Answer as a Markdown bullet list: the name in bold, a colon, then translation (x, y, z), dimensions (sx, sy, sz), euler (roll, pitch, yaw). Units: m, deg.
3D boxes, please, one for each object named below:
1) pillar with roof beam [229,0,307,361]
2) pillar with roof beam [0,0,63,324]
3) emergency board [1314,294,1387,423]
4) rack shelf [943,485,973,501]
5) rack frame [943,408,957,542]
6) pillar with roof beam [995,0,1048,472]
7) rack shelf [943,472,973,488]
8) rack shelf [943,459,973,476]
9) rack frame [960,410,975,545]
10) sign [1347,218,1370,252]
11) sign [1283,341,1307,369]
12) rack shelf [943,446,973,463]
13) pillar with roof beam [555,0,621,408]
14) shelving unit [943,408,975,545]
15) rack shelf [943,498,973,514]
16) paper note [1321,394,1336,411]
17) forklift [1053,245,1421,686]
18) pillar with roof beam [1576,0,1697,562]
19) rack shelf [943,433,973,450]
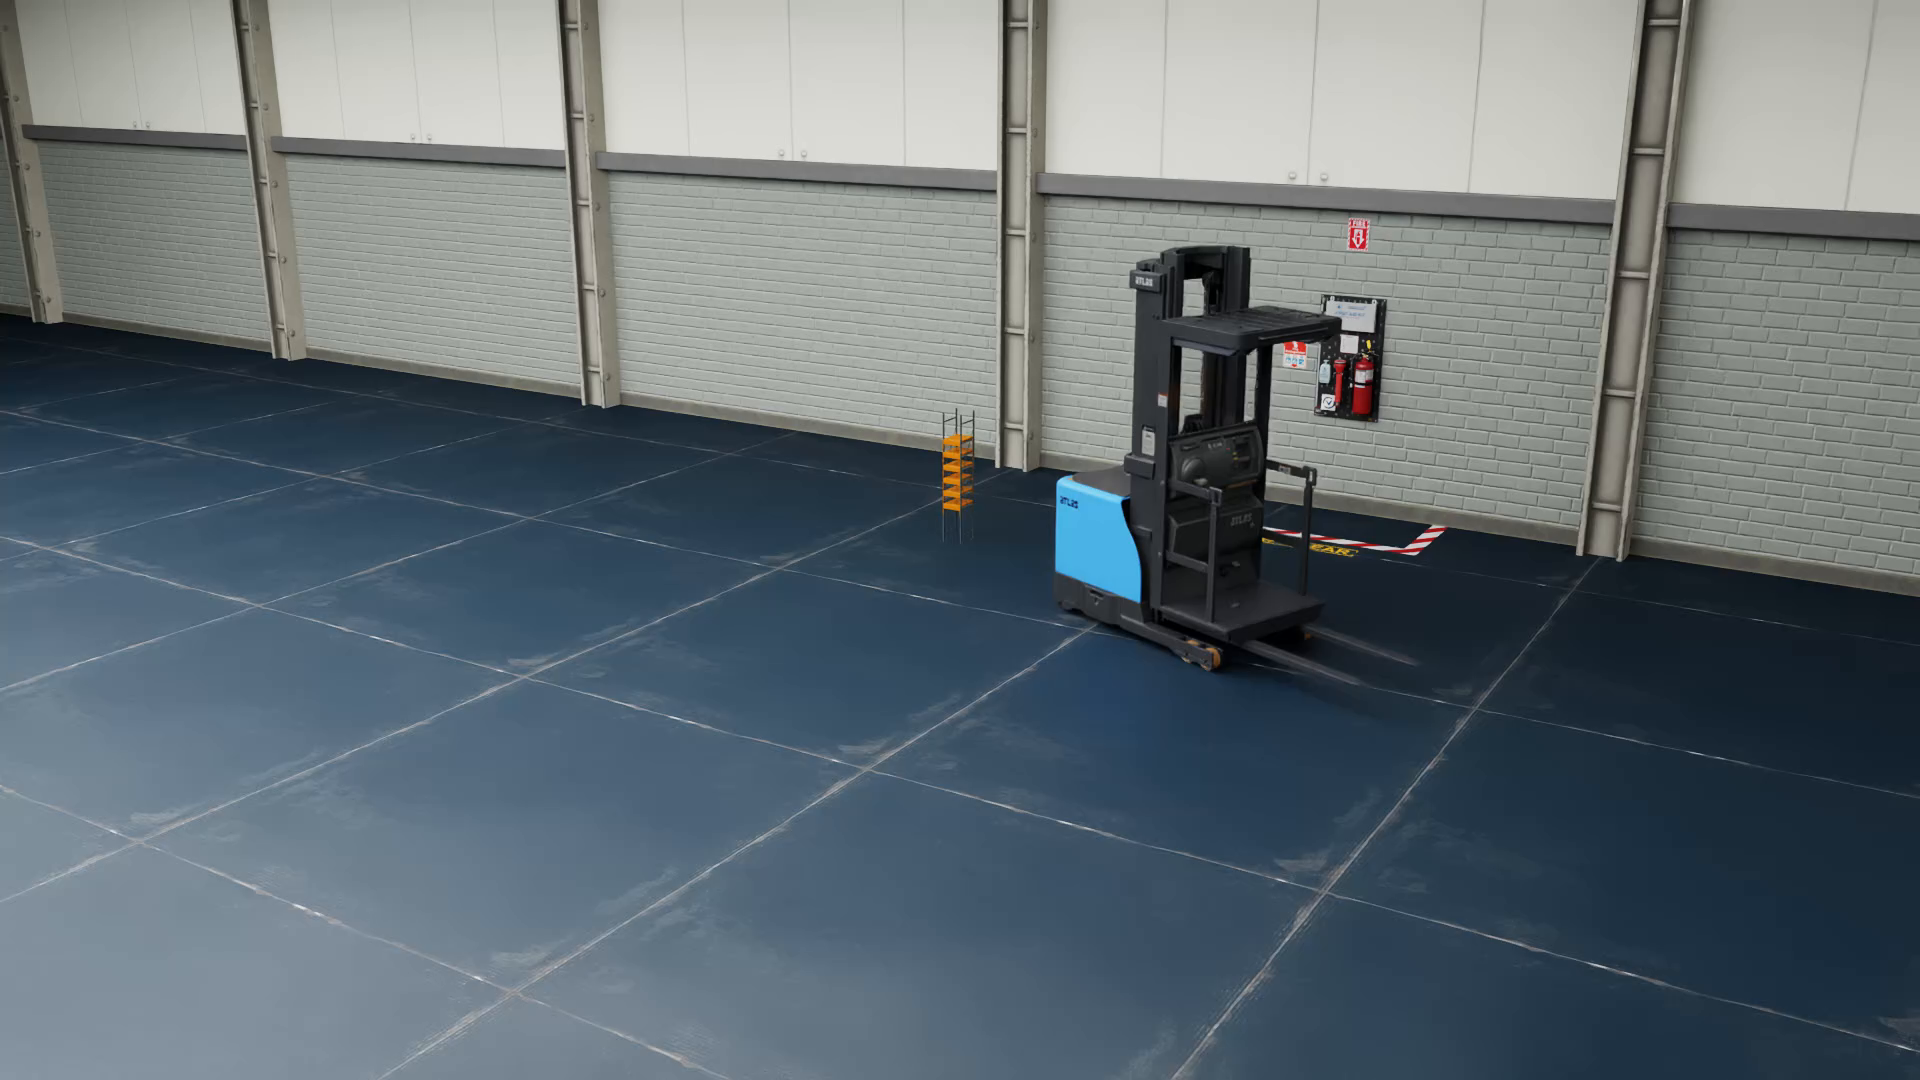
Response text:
- **pillar with roof beam**: translation (-11.856, -5.853, 19.037), dimensions (0.400, 9.000, 9.100), euler (10, 20, 30)
- **pillar with roof beam**: translation (-16.968, -6.766, 22.041), dimensions (0.400, 9.000, 9.100), euler (10, 20, 30)
- **emergency board**: translation (3.650, -1.696, 15.674), dimensions (0.643, 1.169, 0.194), euler (10, 20, 30)
- **rack shelf**: translation (-0.012, -0.419, 15.131), dimensions (0.180, 0.103, 0.258), euler (10, 20, 30)
- **rack frame**: translation (-0.090, -0.590, 15.129), dimensions (0.006, 1.200, 0.240), euler (10, 20, 30)
- **pillar with roof beam**: translation (-1.630, -4.028, 13.028), dimensions (0.400, 9.000, 9.100), euler (10, 20, 30)
- **rack shelf**: translation (-0.012, -0.534, 15.096), dimensions (0.180, 0.103, 0.258), euler (10, 20, 30)
- **rack shelf**: translation (-0.012, -0.649, 15.061), dimensions (0.180, 0.103, 0.258), euler (10, 20, 30)
- **rack frame**: translation (0.066, -0.562, 15.037), dimensions (0.006, 1.200, 0.240), euler (10, 20, 30)
- **sign**: translation (3.695, -2.832, 15.422), dimensions (0.199, 0.298, 0.001), euler (10, 20, 30)
- **sign**: translation (3.233, -1.823, 16.030), dimensions (0.234, 0.329, 0.001), euler (10, 20, 30)
- **rack shelf**: translation (-0.012, -0.763, 15.026), dimensions (0.180, 0.103, 0.258), euler (10, 20, 30)
- **pillar with roof beam**: translation (-6.743, -4.941, 16.032), dimensions (0.400, 9.000, 9.100), euler (10, 20, 30)
- **shelving unit**: translation (-0.012, -0.576, 15.083), dimensions (0.189, 1.200, 0.258), euler (10, 20, 30)
- **rack shelf**: translation (-0.012, -0.304, 15.166), dimensions (0.180, 0.103, 0.258), euler (10, 20, 30)
- **paper note**: translation (3.535, -1.319, 15.947), dimensions (0.142, 0.148, 0.016), euler (10, 20, 30)
- **forklift**: translation (2.045, -0.614, 12.229), dimensions (1.130, 2.935, 3.031), euler (-13, 21, -36)
- **pillar with roof beam**: translation (3.483, -3.115, 10.023), dimensions (0.400, 9.000, 9.100), euler (10, 20, 30)
- **rack shelf**: translation (-0.012, -0.878, 14.991), dimensions (0.180, 0.103, 0.258), euler (10, 20, 30)
